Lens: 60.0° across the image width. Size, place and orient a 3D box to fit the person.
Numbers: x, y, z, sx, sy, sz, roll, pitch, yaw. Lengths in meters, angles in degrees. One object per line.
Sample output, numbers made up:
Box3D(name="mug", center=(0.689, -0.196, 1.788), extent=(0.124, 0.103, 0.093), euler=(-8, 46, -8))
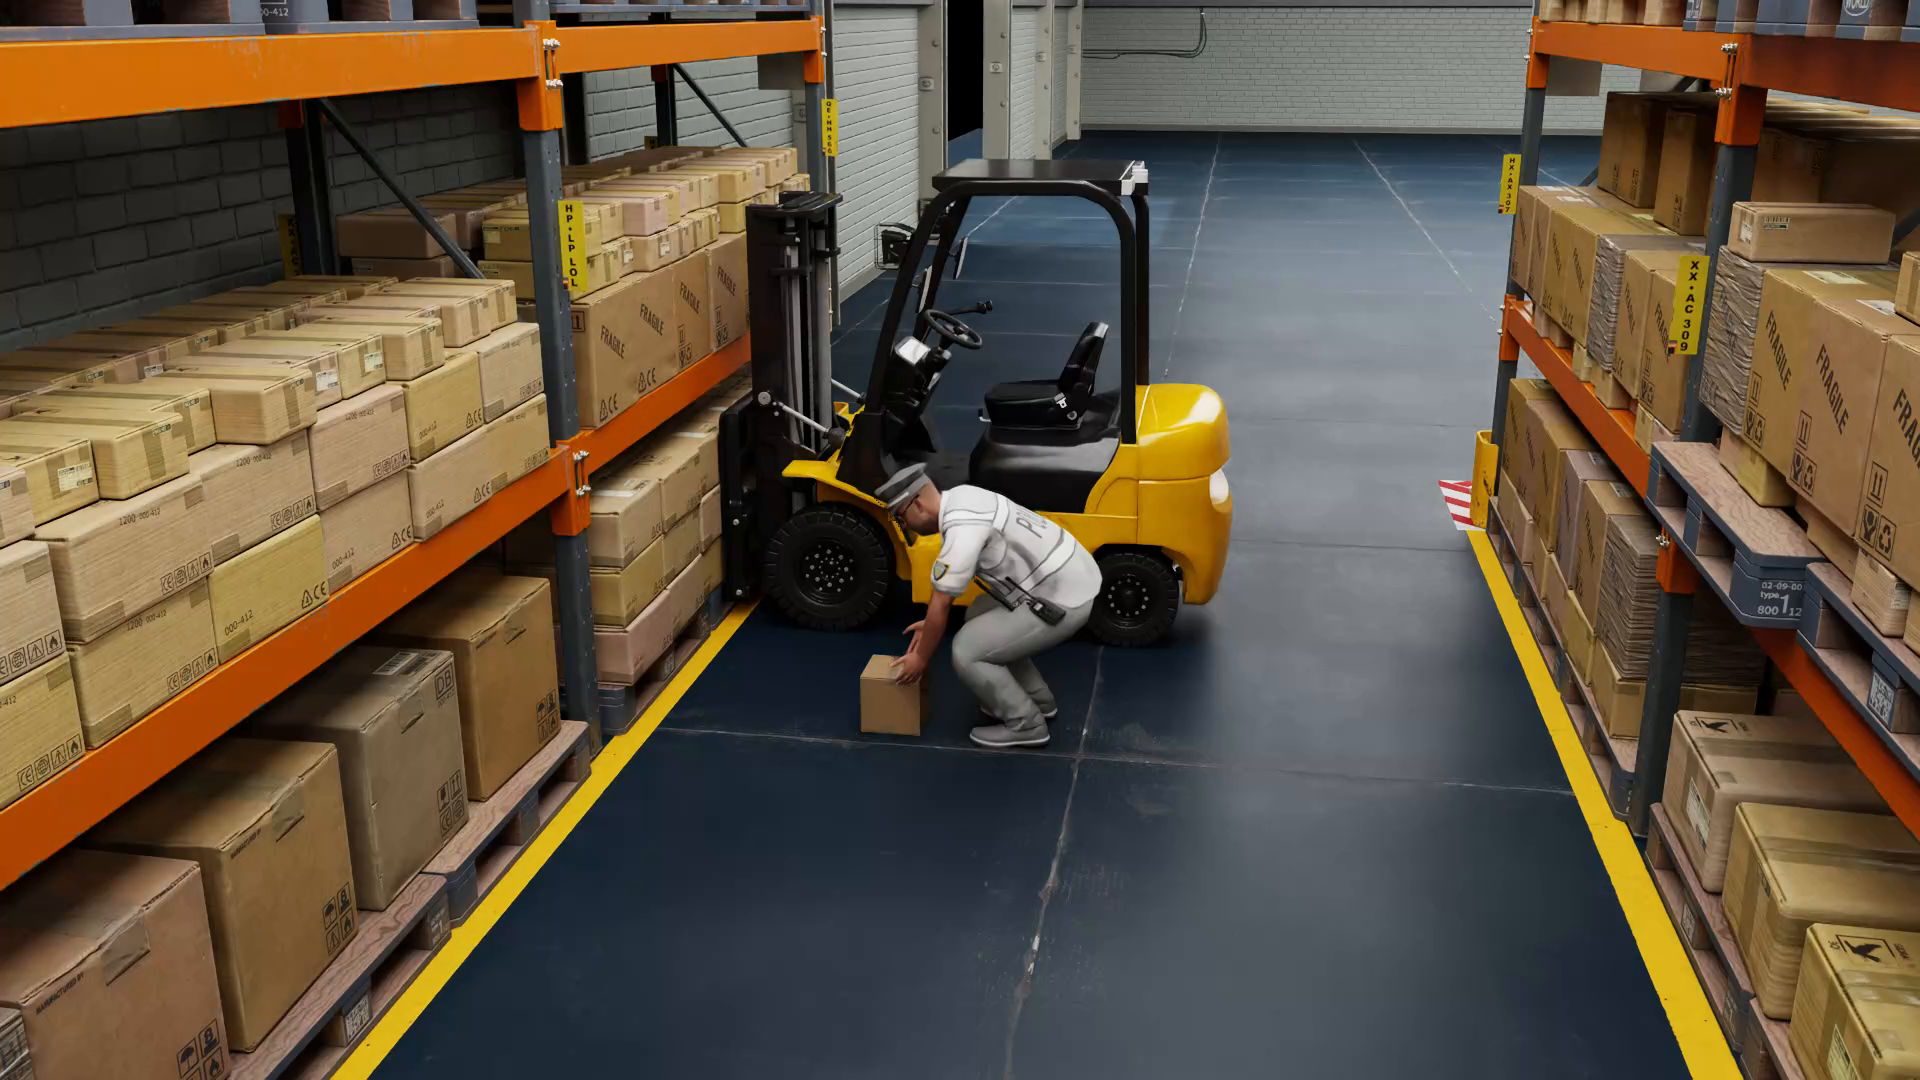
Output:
Box3D(name="person", center=(0.112, 0.250, 6.755), extent=(0.916, 1.150, 0.577), euler=(3, 18, 9))
